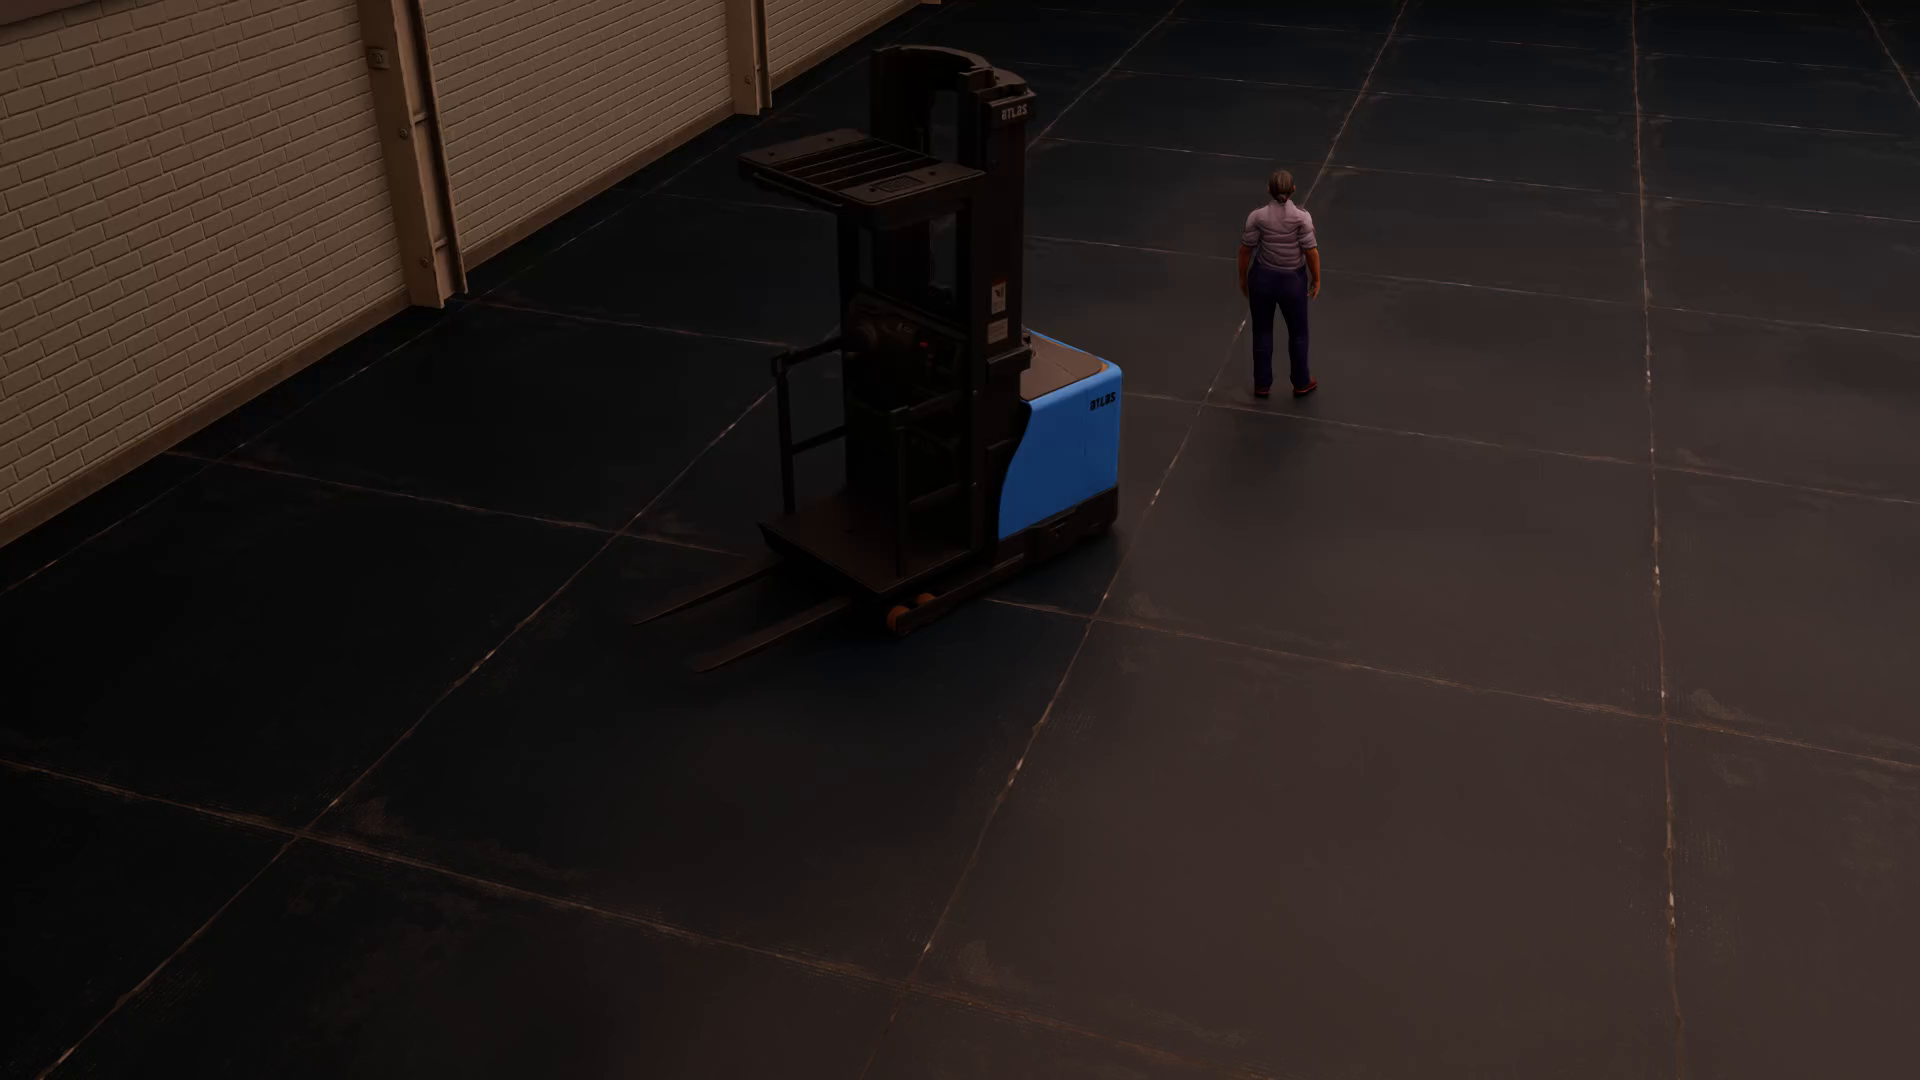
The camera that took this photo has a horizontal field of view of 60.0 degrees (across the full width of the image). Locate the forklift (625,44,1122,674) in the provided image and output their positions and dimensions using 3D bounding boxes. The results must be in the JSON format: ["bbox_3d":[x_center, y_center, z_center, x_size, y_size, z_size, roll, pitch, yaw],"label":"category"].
[{"bbox_3d":[-0.459,-1.034,8.951,3.031,2.935,1.130,-25,38,-36],"label":"forklift"}]

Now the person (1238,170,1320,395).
[{"bbox_3d":[2.245,-1.800,11.576,0.599,1.650,0.502,10,31,17],"label":"person"}]
